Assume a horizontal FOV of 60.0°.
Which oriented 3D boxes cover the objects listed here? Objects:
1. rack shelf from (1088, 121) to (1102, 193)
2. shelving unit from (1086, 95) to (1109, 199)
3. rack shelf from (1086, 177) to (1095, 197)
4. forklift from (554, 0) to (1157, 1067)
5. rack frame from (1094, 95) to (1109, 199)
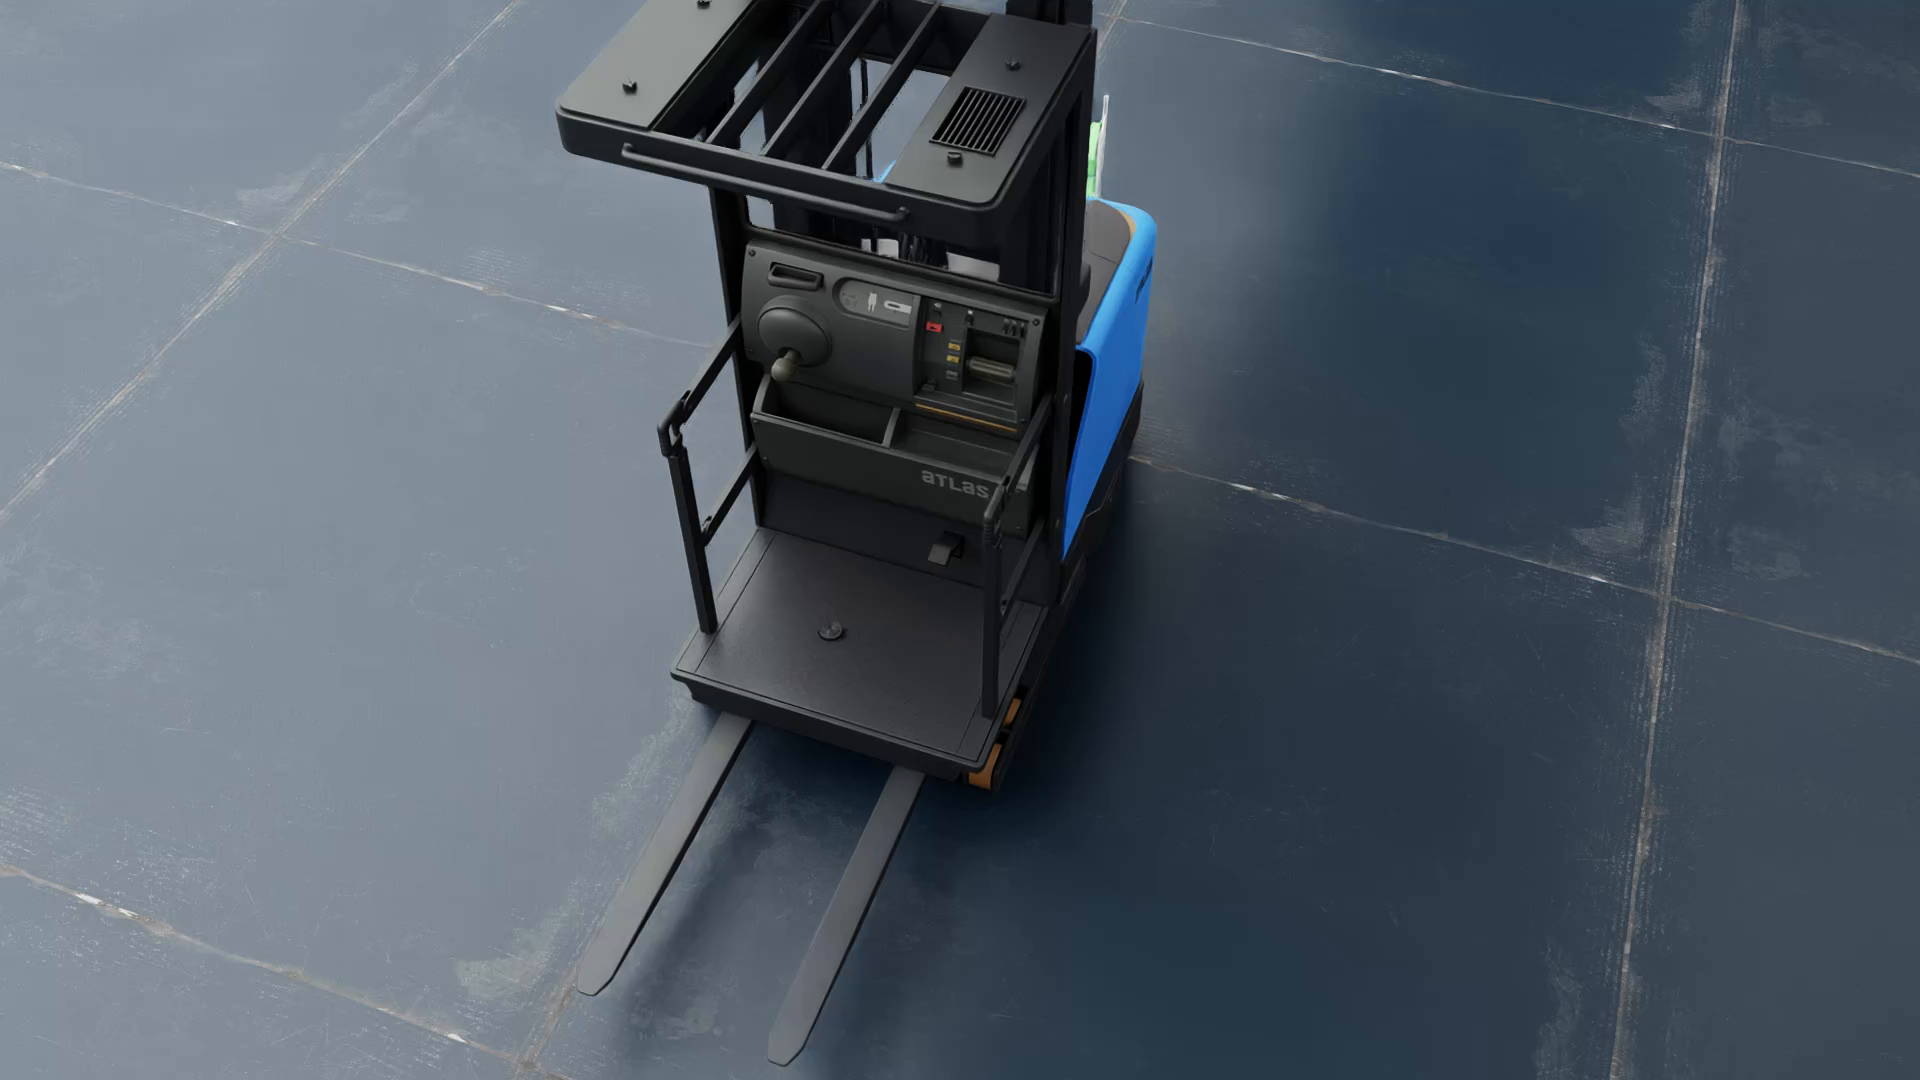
[{"bbox_3d":[0.275,-1.438,6.148,0.480,0.148,0.258,6,48,6],"label":"rack shelf"},{"bbox_3d":[0.274,-1.158,6.456,0.503,1.200,0.258,6,48,6],"label":"shelving unit"},{"bbox_3d":[0.274,-1.277,6.325,0.480,0.148,0.258,6,48,6],"label":"rack shelf"},{"bbox_3d":[-0.278,-0.494,4.739,1.130,2.935,3.031,16,51,13],"label":"forklift"},{"bbox_3d":[0.515,-1.131,6.432,0.015,1.200,0.240,6,48,6],"label":"rack frame"}]
